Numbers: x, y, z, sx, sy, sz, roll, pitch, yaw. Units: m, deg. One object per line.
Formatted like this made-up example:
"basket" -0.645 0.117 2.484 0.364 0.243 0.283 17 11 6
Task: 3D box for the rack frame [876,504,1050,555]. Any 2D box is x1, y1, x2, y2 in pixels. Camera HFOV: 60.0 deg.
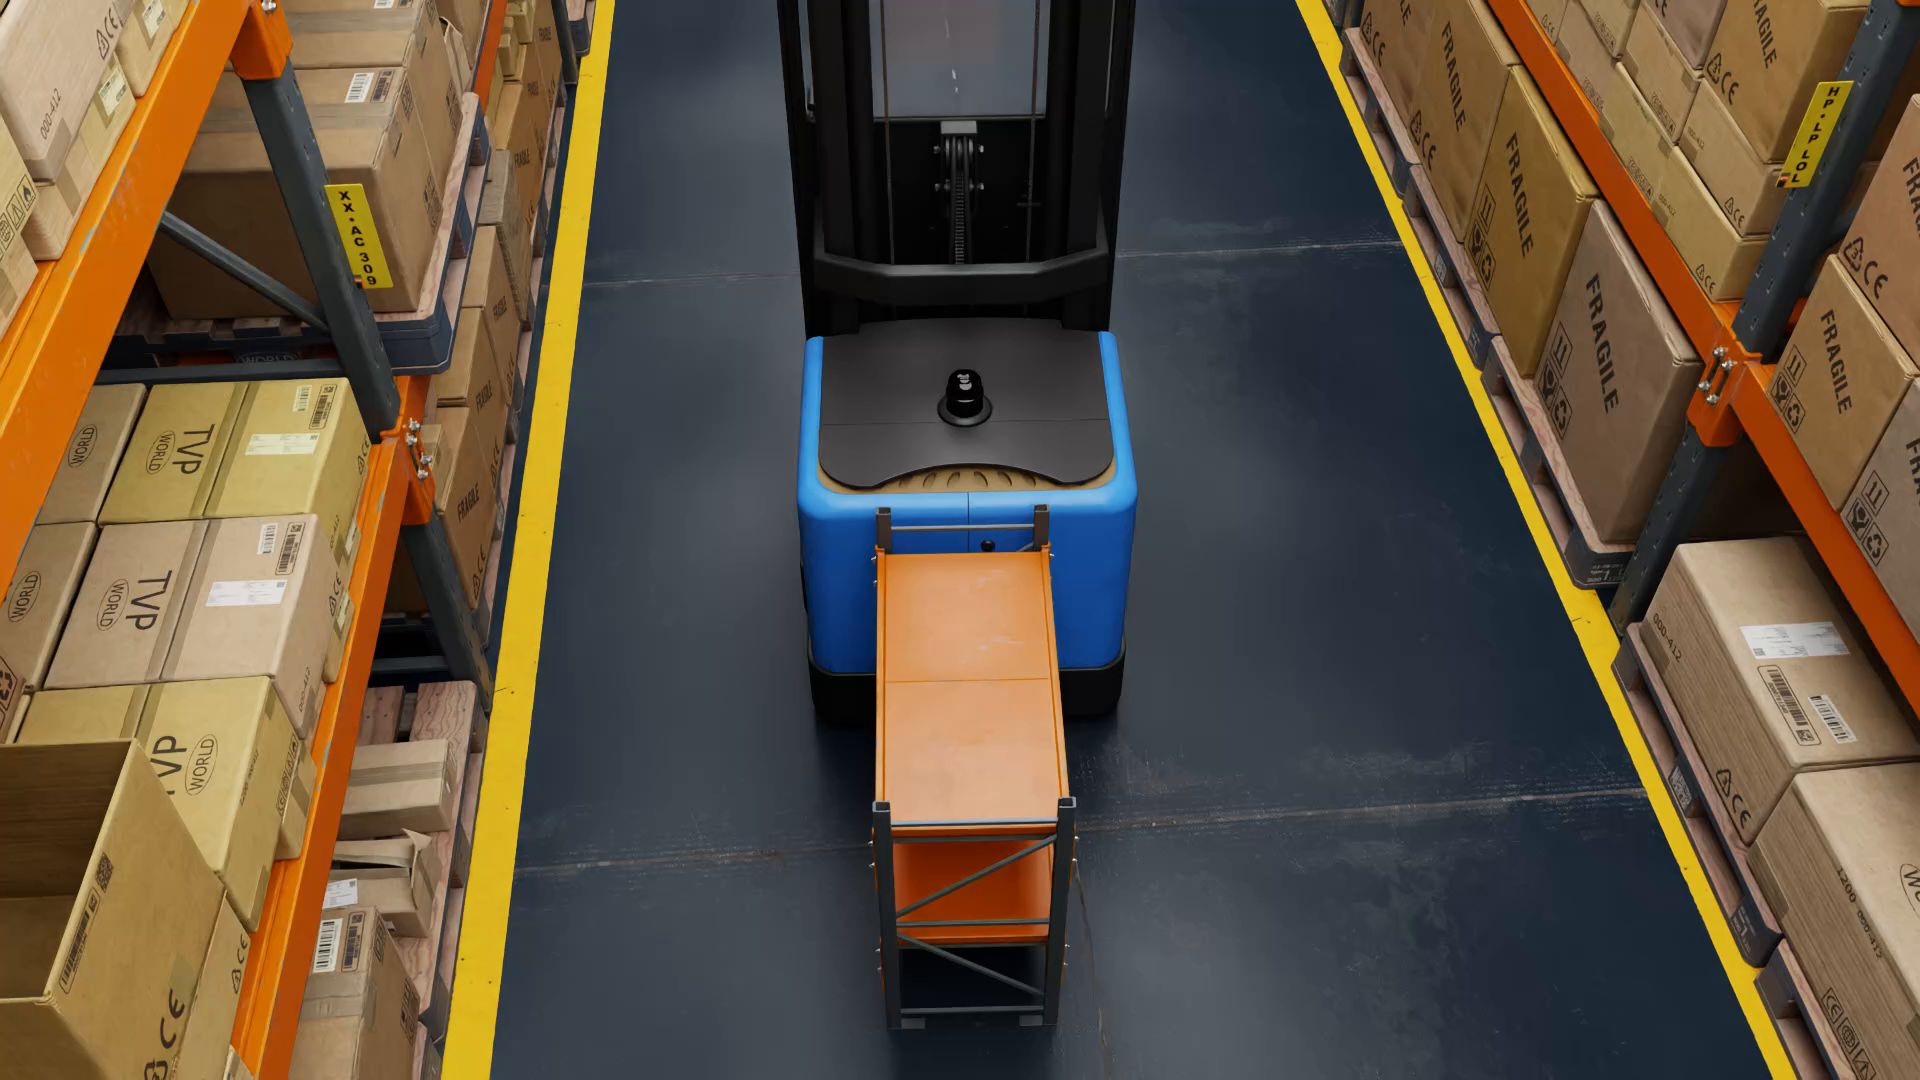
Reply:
"rack frame" 0.008 0.298 5.193 0.500 1.125 0.032 -1 47 -1

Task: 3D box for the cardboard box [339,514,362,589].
"cardboard box" -1.786 0.037 4.322 0.380 0.149 0.250 -2 47 -2

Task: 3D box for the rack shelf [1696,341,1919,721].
"rack shelf" 3.005 0.938 3.791 1.077 0.370 4.000 -3 47 -3

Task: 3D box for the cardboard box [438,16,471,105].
"cardboard box" -1.842 -1.578 5.482 0.396 0.266 0.258 -1 47 -1

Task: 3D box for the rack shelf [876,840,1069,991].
"rack shelf" 0.022 0.835 5.021 0.538 0.278 1.000 -1 47 -1

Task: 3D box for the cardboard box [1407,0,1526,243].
"cardboard box" 2.548 -1.913 7.170 0.875 0.875 0.875 -3 47 -3

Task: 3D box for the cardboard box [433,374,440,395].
"cardboard box" -2.006 -0.616 5.753 0.380 0.149 0.250 -6 47 -5

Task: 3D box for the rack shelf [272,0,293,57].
"rack shelf" -2.276 -2.683 5.154 1.077 0.370 4.000 -3 47 -3

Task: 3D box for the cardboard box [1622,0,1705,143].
"cardboard box" 2.509 -1.542 5.403 0.500 0.250 0.500 -2 47 -2

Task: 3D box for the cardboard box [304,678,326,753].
"cardboard box" -1.746 0.415 3.964 0.380 0.149 0.250 -2 47 -2

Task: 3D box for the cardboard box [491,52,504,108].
"cardboard box" -2.141 -1.929 6.997 0.380 0.149 0.250 -2 47 -2

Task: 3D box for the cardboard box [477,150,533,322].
"cardboard box" -2.053 -1.222 6.774 0.500 0.500 0.500 -5 47 -5

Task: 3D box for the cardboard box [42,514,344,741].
"cardboard box" -1.766 0.213 3.881 0.500 0.250 0.500 -3 47 -3

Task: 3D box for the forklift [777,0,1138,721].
"forklift" -0.018 -1.460 5.614 1.130 2.935 3.031 -1 47 -1

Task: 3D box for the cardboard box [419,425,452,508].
"cardboard box" -1.873 -0.235 5.392 0.380 0.149 0.250 -1 47 -1

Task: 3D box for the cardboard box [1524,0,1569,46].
"cardboard box" 2.437 -2.122 6.297 0.500 0.250 0.500 -3 47 -3

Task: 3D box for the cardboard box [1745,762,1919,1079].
"cardboard box" 2.859 1.089 4.628 0.875 0.438 0.875 -5 47 -4

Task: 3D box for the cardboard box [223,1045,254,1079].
"cardboard box" -1.628 1.150 3.268 0.380 0.149 0.250 -3 47 -2

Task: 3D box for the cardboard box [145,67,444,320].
"cardboard box" -1.926 -0.994 4.767 0.700 0.500 0.500 -2 47 -2

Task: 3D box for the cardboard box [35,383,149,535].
"cardboard box" -2.336 -0.128 4.203 0.500 0.250 0.500 -4 47 -4

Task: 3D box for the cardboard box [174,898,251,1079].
"cardboard box" -1.695 0.947 3.185 0.500 0.250 0.500 -5 47 -4

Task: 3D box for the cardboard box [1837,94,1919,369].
"cardboard box" 2.636 -0.775 4.160 0.500 0.500 0.500 -3 47 -3

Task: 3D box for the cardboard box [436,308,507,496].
"cardboard box" -1.979 -0.485 6.076 0.500 0.500 0.500 -4 47 -4

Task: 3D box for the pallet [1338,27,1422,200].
"pallet" 2.494 -2.116 8.109 1.003 0.211 1.213 -3 47 -3

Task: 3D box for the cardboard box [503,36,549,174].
"cardboard box" -2.162 -1.975 7.487 0.500 0.500 0.500 -4 47 -4

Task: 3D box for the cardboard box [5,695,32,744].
"cardboard box" -2.246 0.608 3.506 0.500 0.250 0.500 -3 47 -2

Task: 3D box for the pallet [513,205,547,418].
"pallet" -2.319 -0.964 7.017 1.003 0.211 1.213 -3 47 -3

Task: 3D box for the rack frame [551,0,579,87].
"rack frame" -2.443 -3.346 7.353 1.000 3.000 0.127 -3 47 -3

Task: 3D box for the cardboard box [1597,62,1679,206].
"cardboard box" 2.508 -1.382 5.596 0.500 0.250 0.500 -4 47 -4

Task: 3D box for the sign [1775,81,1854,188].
"sign" 2.298 -1.087 4.470 0.100 0.325 0.005 -3 47 -3

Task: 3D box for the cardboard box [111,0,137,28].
"cardboard box" -1.818 -1.200 3.153 0.500 0.250 0.500 -3 47 -3

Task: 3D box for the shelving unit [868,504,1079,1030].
"shelving unit" 0.022 0.667 4.843 0.538 1.125 1.048 -1 47 -1

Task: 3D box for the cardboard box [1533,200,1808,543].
"cardboard box" 2.706 -0.613 5.939 0.875 0.875 0.875 -2 47 -2

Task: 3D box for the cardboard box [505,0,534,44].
"cardboard box" -2.096 -2.316 7.363 0.380 0.149 0.250 -6 47 -5

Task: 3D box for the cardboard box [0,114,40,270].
"cardboard box" -1.733 -0.453 2.446 0.500 0.250 0.500 -3 47 -2

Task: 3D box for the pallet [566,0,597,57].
"pallet" -2.473 -2.985 8.931 1.003 0.211 1.213 -3 47 -3

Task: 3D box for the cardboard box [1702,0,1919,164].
"cardboard box" 2.550 -1.442 4.792 0.500 0.500 0.500 -2 47 -2

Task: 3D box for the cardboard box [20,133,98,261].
"cardboard box" -1.736 -0.604 2.863 0.380 0.149 0.250 -4 47 -3

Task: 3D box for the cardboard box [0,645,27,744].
"cardboard box" -2.249 0.333 3.250 0.500 0.500 0.500 -5 47 -4

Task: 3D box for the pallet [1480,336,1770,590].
"pallet" 2.698 -0.351 6.437 1.003 0.211 1.213 -3 47 -3

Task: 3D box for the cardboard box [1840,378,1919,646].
"cardboard box" 2.654 -0.071 4.182 0.500 0.500 0.500 -3 47 -3

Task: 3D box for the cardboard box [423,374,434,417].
"cardboard box" -1.943 -0.523 5.460 0.380 0.149 0.250 -6 47 -5

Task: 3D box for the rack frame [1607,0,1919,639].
"rack frame" 2.838 -0.756 4.900 1.000 3.000 0.127 -3 47 -3

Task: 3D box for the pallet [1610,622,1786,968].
"pallet" 2.823 0.758 5.387 1.003 0.211 1.213 -3 47 -3

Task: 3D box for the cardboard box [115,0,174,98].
"cardboard box" -1.766 -0.977 3.216 0.380 0.149 0.250 -4 47 -3

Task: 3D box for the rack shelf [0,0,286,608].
"rack shelf" -1.941 0.211 2.413 1.077 0.370 4.000 -3 47 -3

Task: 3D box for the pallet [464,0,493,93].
"pallet" -2.276 -1.873 6.090 1.003 0.211 1.213 -3 47 -3

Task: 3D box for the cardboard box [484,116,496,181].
"cardboard box" -2.066 -1.550 6.638 0.380 0.149 0.250 -6 47 -5

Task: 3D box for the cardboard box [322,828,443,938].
"cardboard box" -1.739 0.988 4.842 0.396 0.266 0.258 -2 47 -2

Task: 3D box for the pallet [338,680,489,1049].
"pallet" -2.052 1.004 5.154 1.003 0.211 1.213 -3 47 -3
